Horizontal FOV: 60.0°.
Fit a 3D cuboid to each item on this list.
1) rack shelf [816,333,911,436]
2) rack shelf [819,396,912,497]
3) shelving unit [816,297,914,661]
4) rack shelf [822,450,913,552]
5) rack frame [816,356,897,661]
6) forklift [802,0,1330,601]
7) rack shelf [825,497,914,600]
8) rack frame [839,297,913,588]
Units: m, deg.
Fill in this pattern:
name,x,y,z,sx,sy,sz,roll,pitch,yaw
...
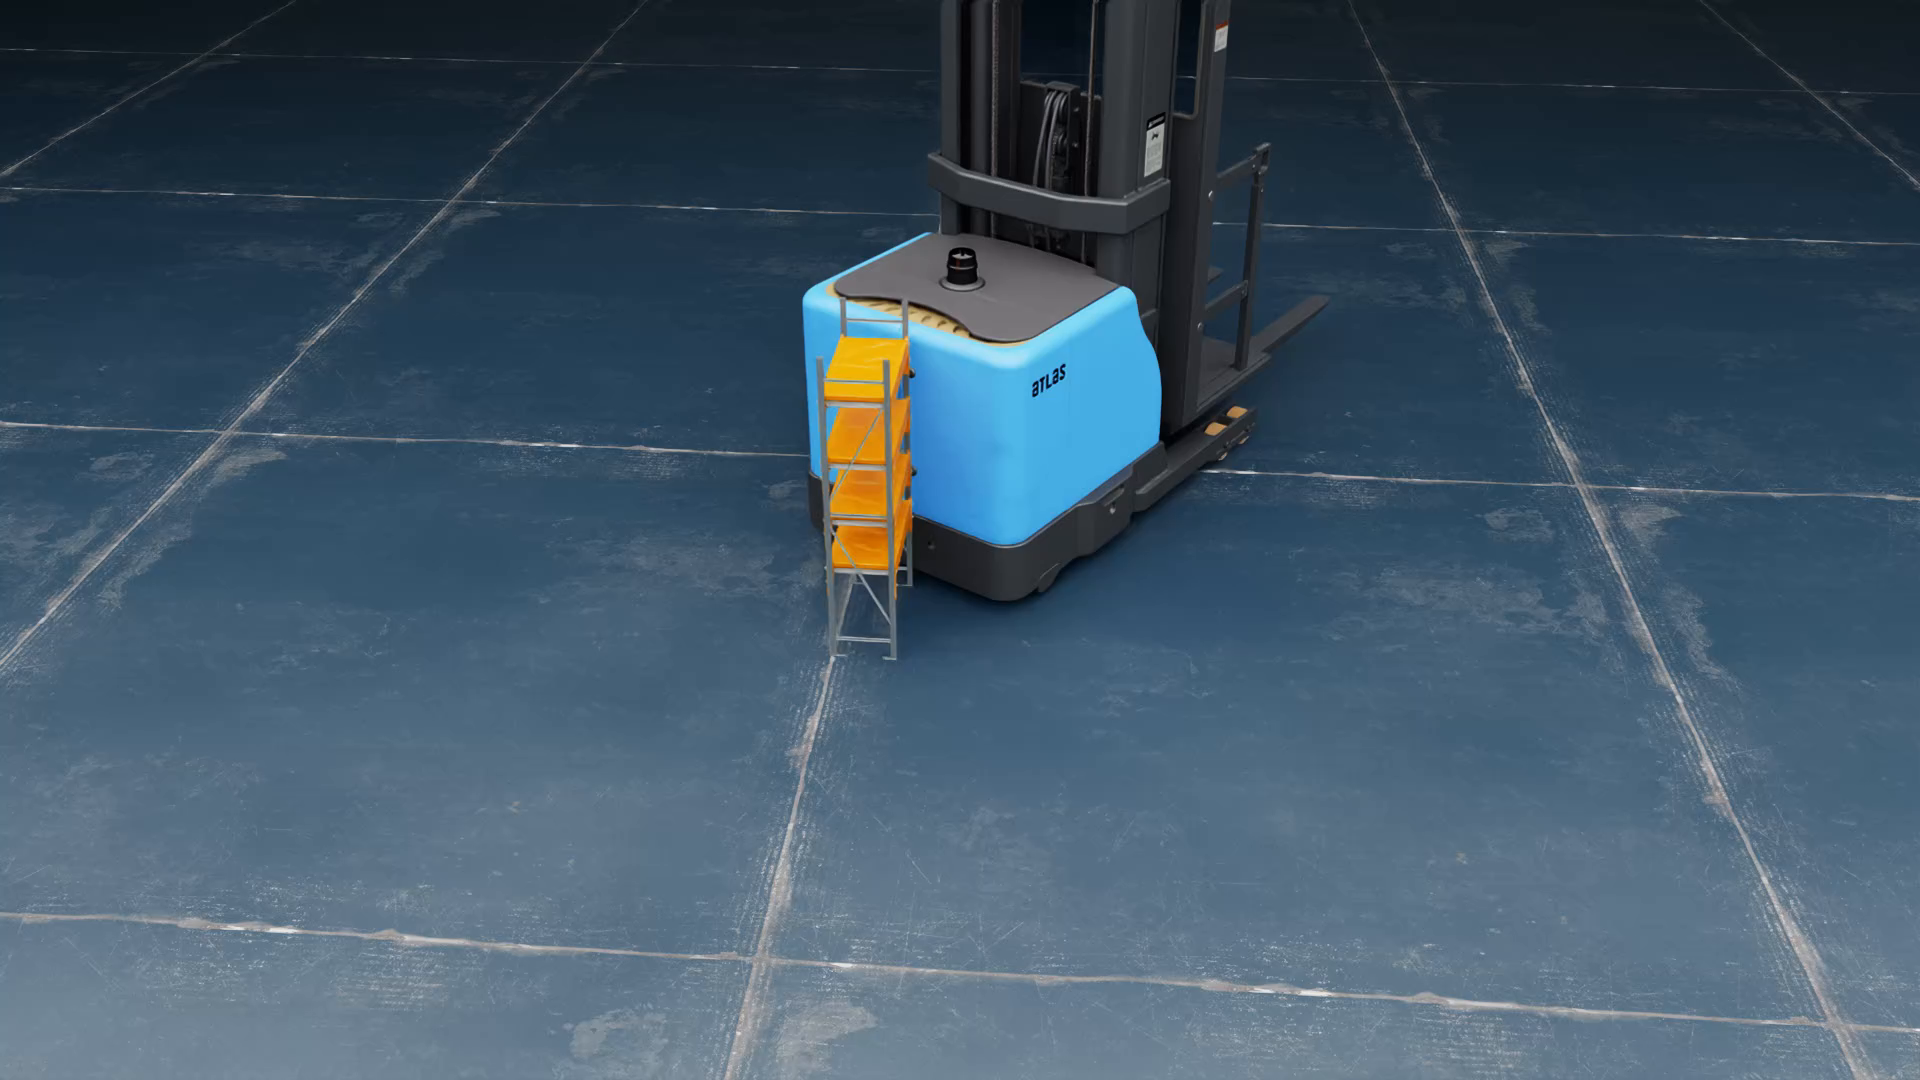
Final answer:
name,x,y,z,sx,sy,sz,roll,pitch,yaw
rack shelf,-0.326,-0.542,5.737,0.258,0.148,0.480,3,32,5
rack shelf,-0.326,-0.341,5.861,0.258,0.148,0.480,3,32,5
shelving unit,-0.326,-0.207,5.943,0.258,1.200,0.503,3,32,5
rack shelf,-0.326,-0.150,5.978,0.258,0.148,0.480,3,32,5
rack frame,-0.349,-0.080,5.736,0.240,1.200,0.015,3,32,5
forklift,0.675,-1.735,6.771,1.130,2.935,3.031,21,38,31
rack shelf,-0.326,0.019,6.082,0.258,0.148,0.480,3,32,5
rack frame,-0.303,-0.335,6.150,0.240,1.200,0.015,3,32,5
